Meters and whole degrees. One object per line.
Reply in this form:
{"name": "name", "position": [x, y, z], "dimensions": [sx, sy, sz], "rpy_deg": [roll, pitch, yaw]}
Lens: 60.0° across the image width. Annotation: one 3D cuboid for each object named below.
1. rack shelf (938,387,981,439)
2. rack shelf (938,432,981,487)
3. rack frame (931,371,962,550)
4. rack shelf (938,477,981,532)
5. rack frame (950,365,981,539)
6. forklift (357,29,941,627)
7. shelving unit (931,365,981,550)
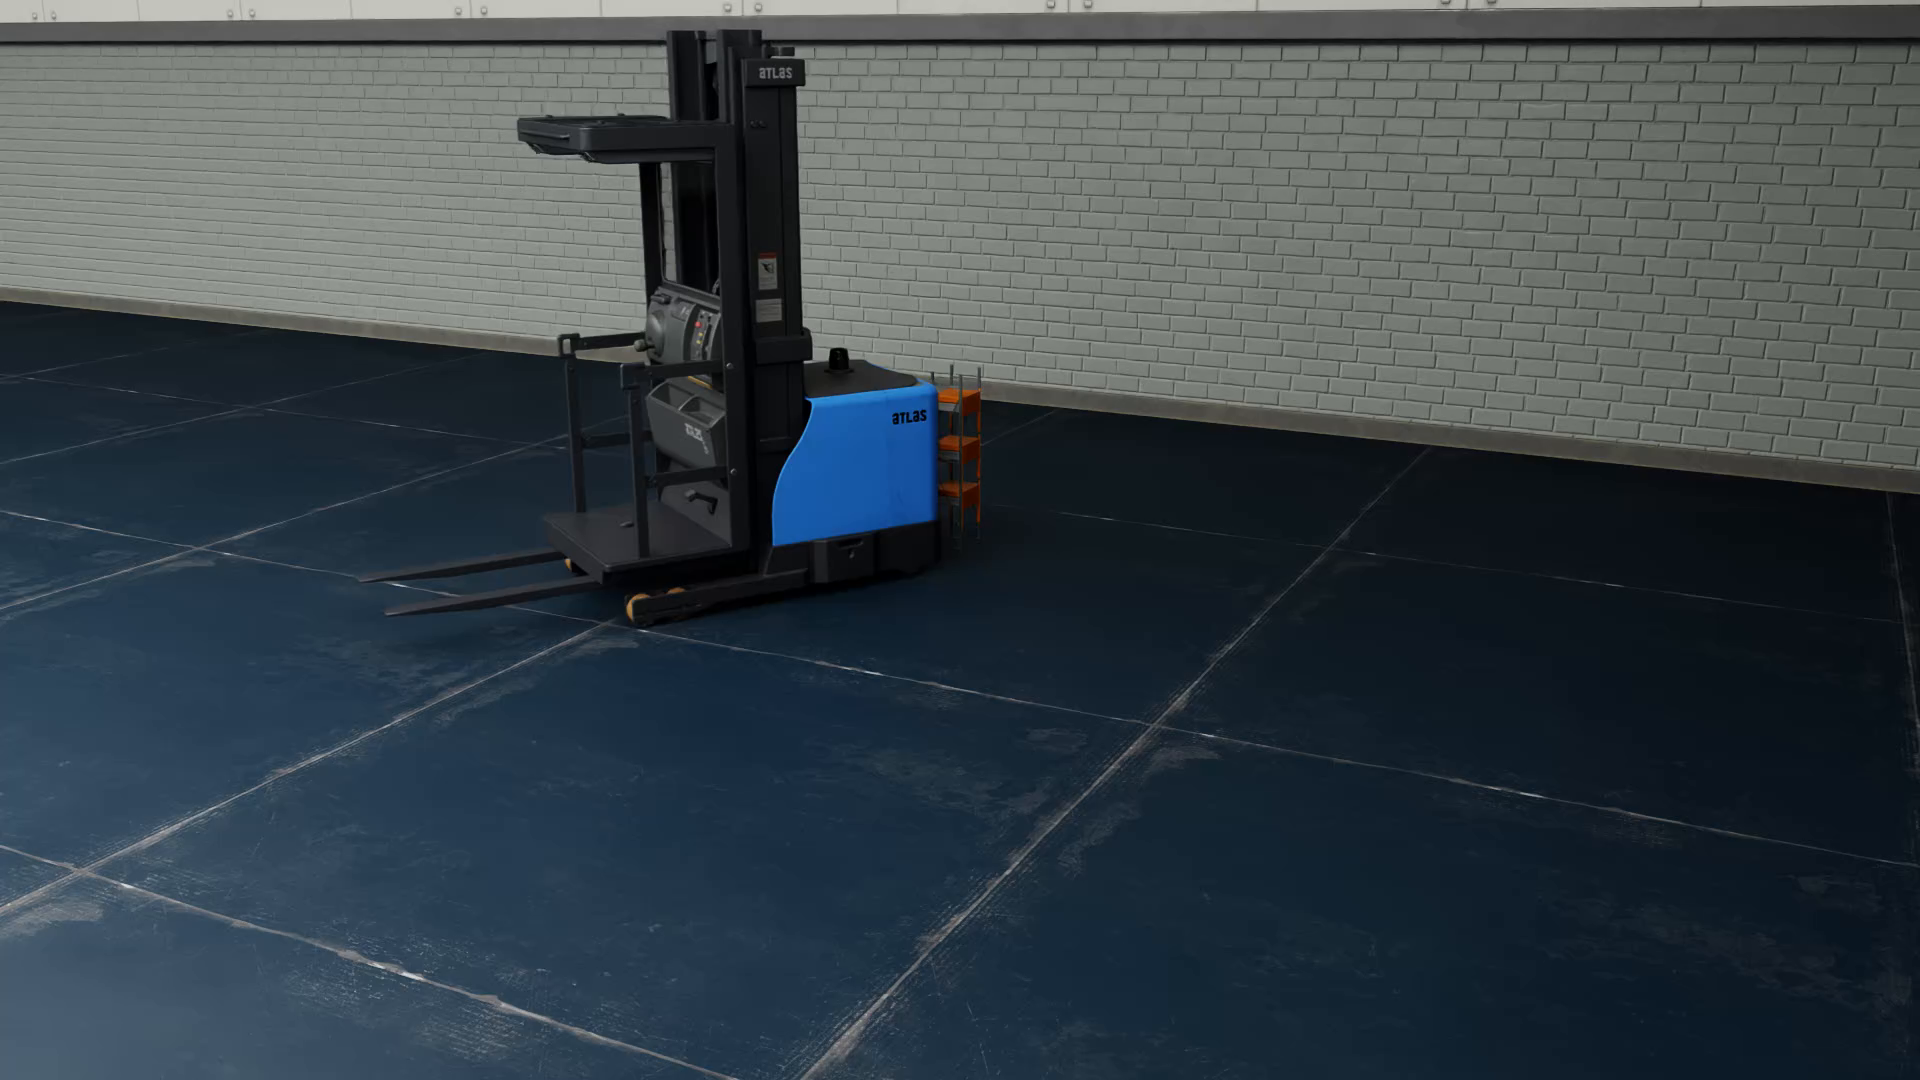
{"name": "rack shelf", "position": [-0.024, -0.752, 9.751], "dimensions": [0.215, 0.259, 0.240], "rpy_deg": [8, 18, 25]}
{"name": "rack shelf", "position": [-0.024, -0.479, 9.832], "dimensions": [0.215, 0.259, 0.240], "rpy_deg": [8, 18, 25]}
{"name": "rack frame", "position": [-0.078, -0.459, 9.724], "dimensions": [0.200, 1.050, 0.008], "rpy_deg": [8, 18, 25]}
{"name": "rack shelf", "position": [-0.024, -0.213, 9.911], "dimensions": [0.215, 0.259, 0.240], "rpy_deg": [8, 18, 25]}
{"name": "rack frame", "position": [0.031, -0.521, 9.934], "dimensions": [0.200, 1.050, 0.008], "rpy_deg": [8, 18, 25]}
{"name": "forklift", "position": [-1.638, -1.132, 8.689], "dimensions": [3.031, 2.935, 1.130], "rpy_deg": [-10, 19, -29]}
{"name": "shelving unit", "position": [-0.024, -0.490, 9.829], "dimensions": [0.215, 1.050, 0.252], "rpy_deg": [8, 18, 25]}
